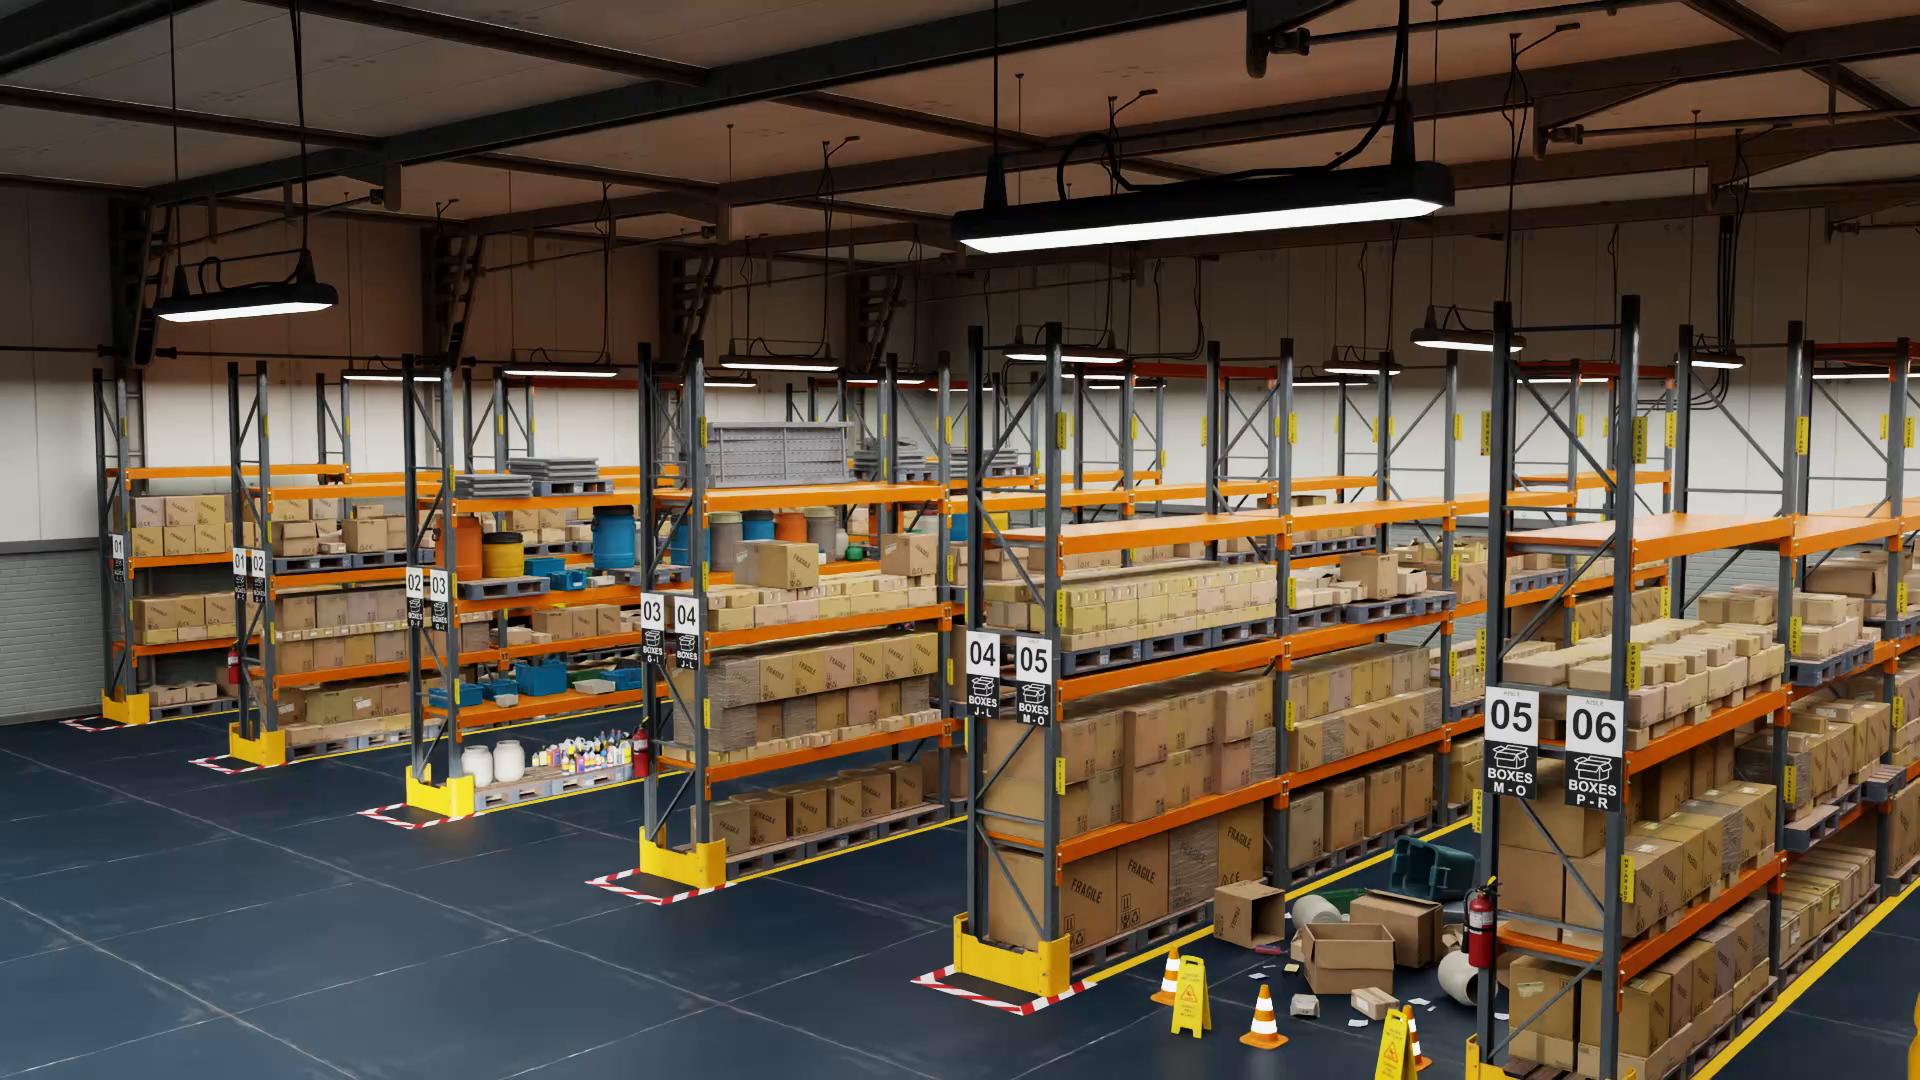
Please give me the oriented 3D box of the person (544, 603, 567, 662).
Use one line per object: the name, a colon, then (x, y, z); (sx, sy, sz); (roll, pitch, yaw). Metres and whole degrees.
person: (-7.652, 2.007, 31.233); (0.600, 1.768, 0.766); (3, 5, 32)
